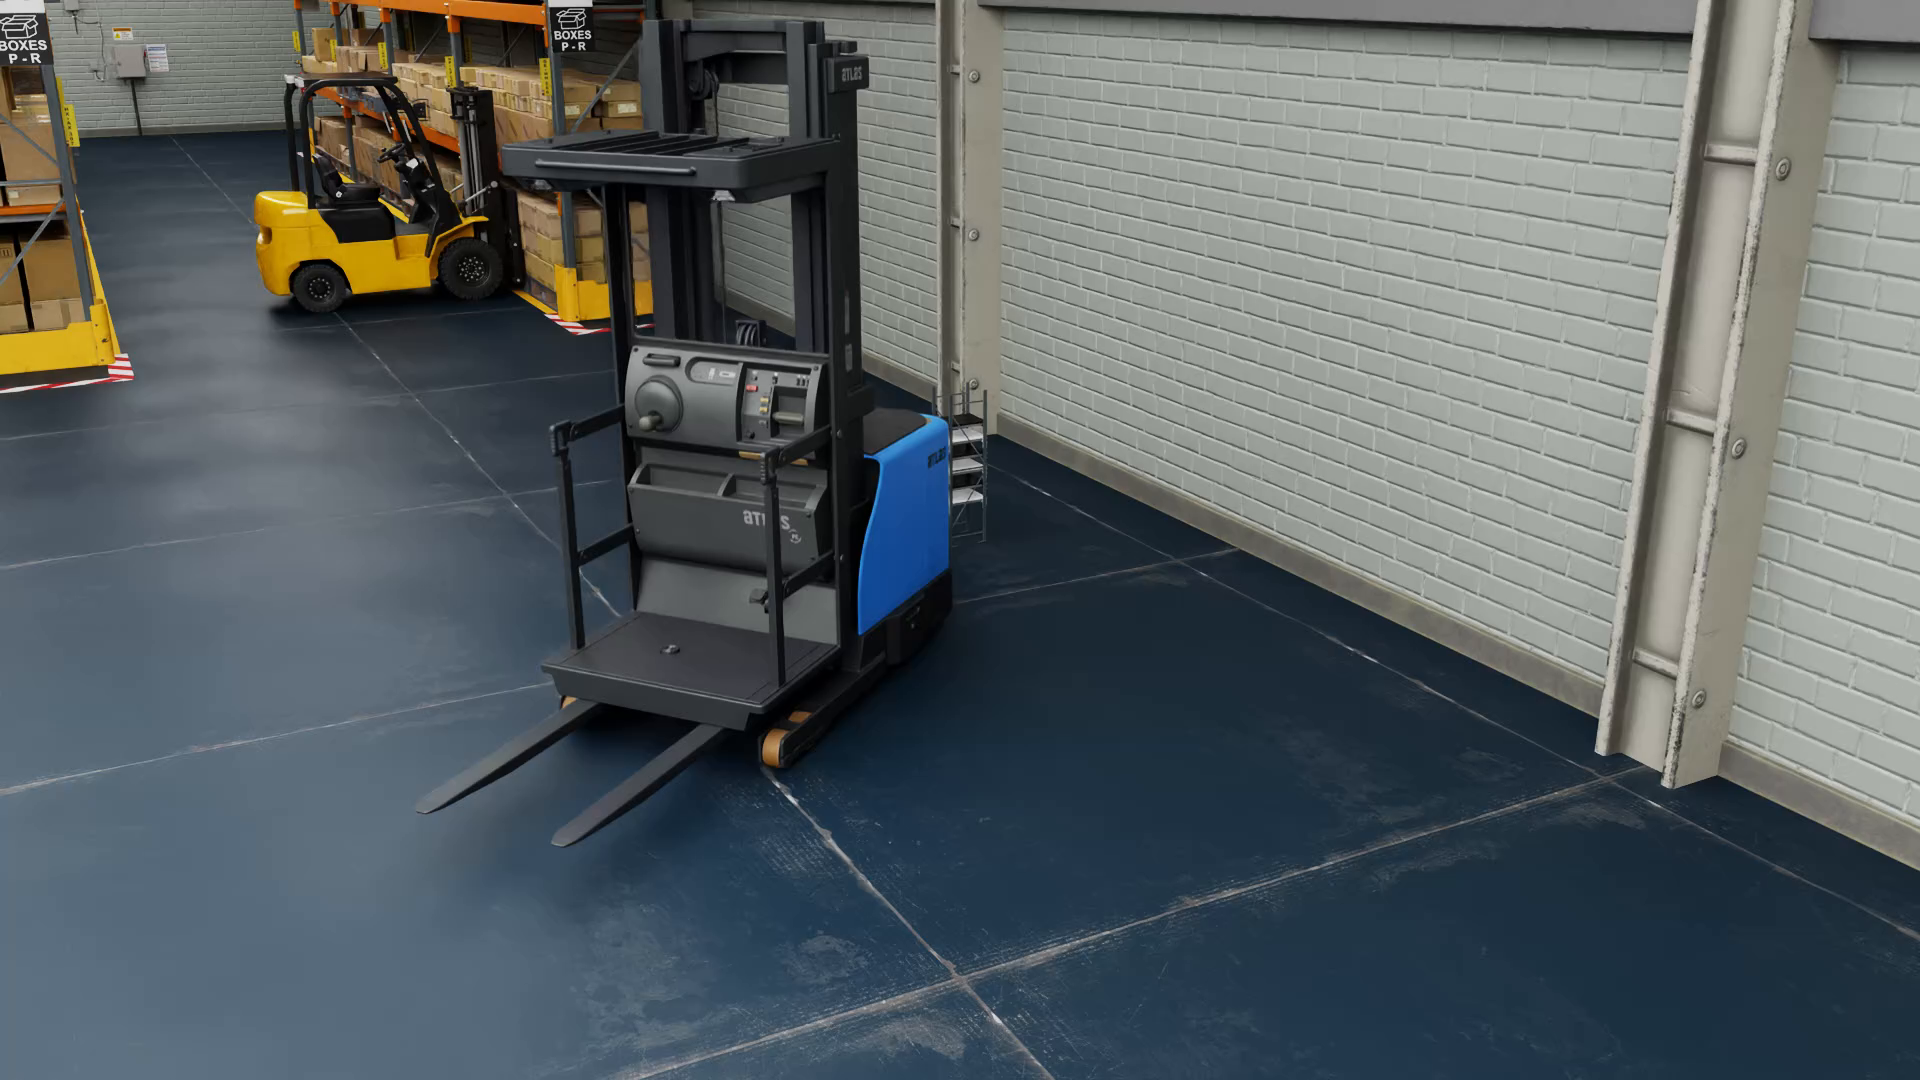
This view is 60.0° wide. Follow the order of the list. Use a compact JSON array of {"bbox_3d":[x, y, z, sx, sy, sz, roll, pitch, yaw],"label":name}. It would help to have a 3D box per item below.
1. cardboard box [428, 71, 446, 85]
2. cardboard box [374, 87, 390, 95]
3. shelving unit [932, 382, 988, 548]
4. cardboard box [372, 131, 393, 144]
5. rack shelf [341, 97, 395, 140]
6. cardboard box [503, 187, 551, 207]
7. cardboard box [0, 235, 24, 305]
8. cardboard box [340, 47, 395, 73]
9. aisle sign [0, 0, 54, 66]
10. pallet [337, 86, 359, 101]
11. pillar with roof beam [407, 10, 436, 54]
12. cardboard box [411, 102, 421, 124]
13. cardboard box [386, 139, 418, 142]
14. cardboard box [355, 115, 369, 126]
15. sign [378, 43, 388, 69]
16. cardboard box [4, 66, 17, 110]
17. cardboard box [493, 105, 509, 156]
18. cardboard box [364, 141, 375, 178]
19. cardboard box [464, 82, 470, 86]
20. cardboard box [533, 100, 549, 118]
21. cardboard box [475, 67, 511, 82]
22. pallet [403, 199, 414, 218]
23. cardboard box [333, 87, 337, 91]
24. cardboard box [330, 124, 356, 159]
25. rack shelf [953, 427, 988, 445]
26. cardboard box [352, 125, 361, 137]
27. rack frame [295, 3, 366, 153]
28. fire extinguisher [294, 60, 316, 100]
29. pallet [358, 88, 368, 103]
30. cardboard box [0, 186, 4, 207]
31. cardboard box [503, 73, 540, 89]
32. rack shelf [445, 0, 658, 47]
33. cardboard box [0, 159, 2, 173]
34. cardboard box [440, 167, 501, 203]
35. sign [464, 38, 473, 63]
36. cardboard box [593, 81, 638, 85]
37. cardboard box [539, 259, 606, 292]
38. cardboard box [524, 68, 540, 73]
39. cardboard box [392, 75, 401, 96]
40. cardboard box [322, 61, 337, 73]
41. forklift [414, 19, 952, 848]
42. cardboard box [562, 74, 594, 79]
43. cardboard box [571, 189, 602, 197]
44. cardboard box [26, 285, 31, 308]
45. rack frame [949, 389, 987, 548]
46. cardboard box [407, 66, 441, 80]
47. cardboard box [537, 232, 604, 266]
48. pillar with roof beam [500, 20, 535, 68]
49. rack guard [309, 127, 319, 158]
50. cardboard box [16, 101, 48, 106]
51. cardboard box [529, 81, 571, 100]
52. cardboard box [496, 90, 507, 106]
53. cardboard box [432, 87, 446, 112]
[{"bbox_3d":[-6.138,-5.525,19.897,0.380,0.149,0.250,-10,21,-26],"label":"cardboard box"},{"bbox_3d":[-7.697,-6.102,22.459,0.380,0.149,0.250,-10,21,-26],"label":"cardboard box"},{"bbox_3d":[-0.004,-0.428,9.491,0.258,0.900,0.210,-10,21,-27],"label":"shelving unit"},{"bbox_3d":[-8.335,-5.856,24.197,0.380,0.149,0.250,-9,21,-25],"label":"cardboard box"},{"bbox_3d":[-7.997,-6.127,23.893,1.077,0.370,4.000,-10,21,-27],"label":"rack shelf"},{"bbox_3d":[-4.471,-3.488,17.179,0.500,0.250,0.500,-10,22,-28],"label":"cardboard box"},{"bbox_3d":[-8.225,-2.270,14.033,0.500,0.500,0.500,-10,21,-26],"label":"cardboard box"},{"bbox_3d":[-8.668,-6.965,24.421,0.700,0.500,0.500,-10,21,-26],"label":"cardboard box"},{"bbox_3d":[-7.312,-4.086,12.889,0.394,0.787,0.004,-10,21,-27],"label":"aisle sign"},{"bbox_3d":[-8.663,-6.705,24.757,1.003,0.211,1.213,-10,21,-27],"label":"pallet"},{"bbox_3d":[-12.272,-9.550,23.513,9.100,9.000,0.400,-10,21,-27],"label":"pillar with roof beam"},{"bbox_3d":[-6.566,-5.365,20.812,0.500,0.250,0.500,-11,22,-28],"label":"cardboard box"},{"bbox_3d":[-7.747,-5.475,23.095,0.380,0.149,0.250,-11,22,-28],"label":"cardboard box"},{"bbox_3d":[-8.957,-6.371,25.234,0.380,0.149,0.250,-10,22,-28],"label":"cardboard box"},{"bbox_3d":[-7.520,-6.317,21.685,0.100,0.325,0.005,-10,21,-27],"label":"sign"},{"bbox_3d":[-8.730,-4.042,14.604,0.700,0.500,0.500,-10,21,-27],"label":"cardboard box"},{"bbox_3d":[-4.443,-4.185,17.007,0.500,0.500,0.500,-10,21,-26],"label":"cardboard box"},{"bbox_3d":[-8.420,-5.590,24.420,0.500,0.500,0.500,-11,22,-28],"label":"cardboard box"},{"bbox_3d":[-5.228,-4.967,18.279,0.380,0.149,0.250,-10,22,-28],"label":"cardboard box"},{"bbox_3d":[-3.807,-4.076,15.696,0.380,0.149,0.250,-10,21,-26],"label":"cardboard box"},{"bbox_3d":[-5.038,-5.044,18.046,0.380,0.149,0.250,-10,21,-26],"label":"cardboard box"},{"bbox_3d":[-6.690,-4.333,21.865,1.003,0.211,1.213,-10,21,-27],"label":"pallet"},{"bbox_3d":[-9.608,-7.118,26.045,0.380,0.149,0.250,-9,21,-25],"label":"cardboard box"},{"bbox_3d":[-9.774,-6.467,26.963,0.700,0.500,0.500,-11,22,-29],"label":"cardboard box"},{"bbox_3d":[-0.004,-0.566,9.444,0.258,0.077,0.200,-10,21,-27],"label":"rack shelf"},{"bbox_3d":[-9.010,-6.221,25.255,0.380,0.149,0.250,-9,21,-24],"label":"cardboard box"},{"bbox_3d":[-10.846,-8.190,28.767,1.000,3.000,0.127,-10,21,-27],"label":"rack frame"},{"bbox_3d":[-11.322,-7.948,28.756,0.296,0.674,0.183,-10,21,-27],"label":"fire extinguisher"},{"bbox_3d":[-7.975,-6.360,23.759,1.003,0.211,1.213,-10,21,-27],"label":"pallet"},{"bbox_3d":[-7.980,-2.782,13.481,0.380,0.149,0.250,-9,21,-25],"label":"cardboard box"},{"bbox_3d":[-4.442,-4.676,16.980,0.380,0.149,0.250,-10,21,-26],"label":"cardboard box"},{"bbox_3d":[-4.198,-5.249,16.749,1.077,0.370,4.000,-10,21,-27],"label":"rack shelf"},{"bbox_3d":[-8.583,-3.417,14.325,0.500,0.500,0.500,-10,21,-27],"label":"cardboard box"},{"bbox_3d":[-5.767,-4.193,20.181,0.875,0.625,0.625,-10,22,-27],"label":"cardboard box"},{"bbox_3d":[-6.560,-6.528,22.175,0.100,0.325,0.005,-10,21,-27],"label":"sign"},{"bbox_3d":[-3.291,-4.307,15.911,0.380,0.149,0.250,-9,21,-25],"label":"cardboard box"},{"bbox_3d":[-3.749,-2.582,16.086,0.500,0.250,0.500,-10,21,-26],"label":"cardboard box"},{"bbox_3d":[-4.510,-5.042,18.042,0.380,0.149,0.250,-10,22,-27],"label":"cardboard box"},{"bbox_3d":[-7.073,-5.890,21.565,0.500,0.250,0.500,-10,21,-27],"label":"cardboard box"},{"bbox_3d":[-9.879,-7.507,26.561,0.500,0.250,0.500,-10,21,-27],"label":"cardboard box"},{"bbox_3d":[-1.091,-0.596,6.865,1.130,2.935,3.031,8,21,22],"label":"forklift"},{"bbox_3d":[-3.929,-4.669,16.961,0.380,0.149,0.250,-10,21,-26],"label":"cardboard box"},{"bbox_3d":[-3.778,-3.424,16.993,0.500,0.250,0.500,-10,21,-27],"label":"cardboard box"},{"bbox_3d":[-8.260,-2.302,15.277,0.500,0.250,0.500,-8,21,-23],"label":"cardboard box"},{"bbox_3d":[0.044,-0.399,9.407,0.240,0.900,0.006,-10,21,-27],"label":"rack frame"},{"bbox_3d":[-6.747,-5.891,20.957,0.380,0.149,0.250,-10,21,-26],"label":"cardboard box"},{"bbox_3d":[-3.754,-2.823,16.020,0.500,0.250,0.500,-10,22,-27],"label":"cardboard box"},{"bbox_3d":[-9.423,-7.828,18.521,9.100,9.000,0.400,-10,21,-27],"label":"pillar with roof beam"},{"bbox_3d":[-10.810,-6.987,29.112,1.175,0.500,0.348,-10,21,-27],"label":"rack guard"},{"bbox_3d":[-8.583,-3.779,15.376,0.500,0.500,0.500,-9,21,-25],"label":"cardboard box"},{"bbox_3d":[-3.896,-4.298,15.886,0.380,0.149,0.250,-9,21,-25],"label":"cardboard box"},{"bbox_3d":[-4.511,-4.520,16.984,0.380,0.149,0.250,-10,22,-28],"label":"cardboard box"},{"bbox_3d":[-5.856,-5.158,19.446,0.500,0.250,0.500,-11,22,-28],"label":"cardboard box"}]
